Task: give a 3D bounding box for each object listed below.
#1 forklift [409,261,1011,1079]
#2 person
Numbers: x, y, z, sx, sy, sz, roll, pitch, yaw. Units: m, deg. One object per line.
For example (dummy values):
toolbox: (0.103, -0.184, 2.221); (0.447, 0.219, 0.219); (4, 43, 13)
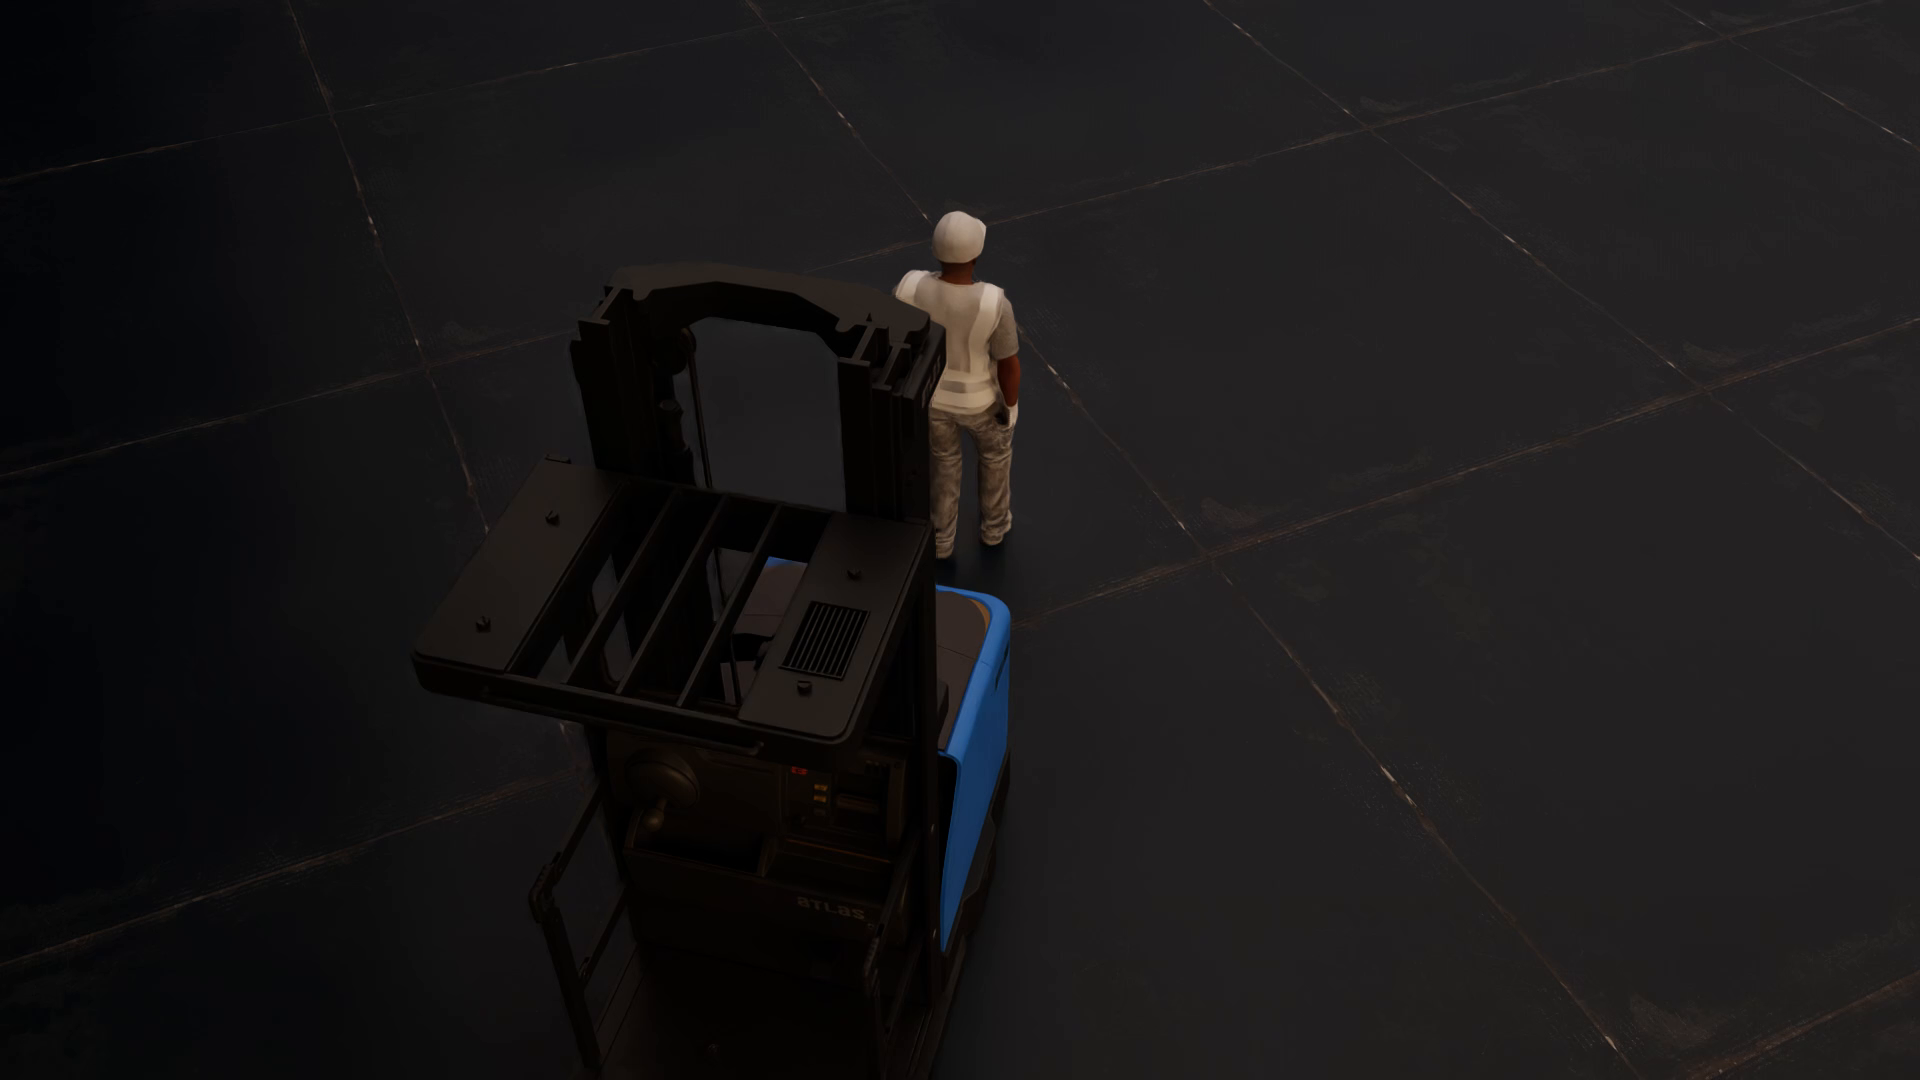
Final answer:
forklift: (-0.665, 0.813, 4.809); (1.130, 2.935, 3.031); (10, 44, 11)
person: (-0.017, -0.697, 7.298); (0.637, 1.781, 0.476); (12, 44, 13)
